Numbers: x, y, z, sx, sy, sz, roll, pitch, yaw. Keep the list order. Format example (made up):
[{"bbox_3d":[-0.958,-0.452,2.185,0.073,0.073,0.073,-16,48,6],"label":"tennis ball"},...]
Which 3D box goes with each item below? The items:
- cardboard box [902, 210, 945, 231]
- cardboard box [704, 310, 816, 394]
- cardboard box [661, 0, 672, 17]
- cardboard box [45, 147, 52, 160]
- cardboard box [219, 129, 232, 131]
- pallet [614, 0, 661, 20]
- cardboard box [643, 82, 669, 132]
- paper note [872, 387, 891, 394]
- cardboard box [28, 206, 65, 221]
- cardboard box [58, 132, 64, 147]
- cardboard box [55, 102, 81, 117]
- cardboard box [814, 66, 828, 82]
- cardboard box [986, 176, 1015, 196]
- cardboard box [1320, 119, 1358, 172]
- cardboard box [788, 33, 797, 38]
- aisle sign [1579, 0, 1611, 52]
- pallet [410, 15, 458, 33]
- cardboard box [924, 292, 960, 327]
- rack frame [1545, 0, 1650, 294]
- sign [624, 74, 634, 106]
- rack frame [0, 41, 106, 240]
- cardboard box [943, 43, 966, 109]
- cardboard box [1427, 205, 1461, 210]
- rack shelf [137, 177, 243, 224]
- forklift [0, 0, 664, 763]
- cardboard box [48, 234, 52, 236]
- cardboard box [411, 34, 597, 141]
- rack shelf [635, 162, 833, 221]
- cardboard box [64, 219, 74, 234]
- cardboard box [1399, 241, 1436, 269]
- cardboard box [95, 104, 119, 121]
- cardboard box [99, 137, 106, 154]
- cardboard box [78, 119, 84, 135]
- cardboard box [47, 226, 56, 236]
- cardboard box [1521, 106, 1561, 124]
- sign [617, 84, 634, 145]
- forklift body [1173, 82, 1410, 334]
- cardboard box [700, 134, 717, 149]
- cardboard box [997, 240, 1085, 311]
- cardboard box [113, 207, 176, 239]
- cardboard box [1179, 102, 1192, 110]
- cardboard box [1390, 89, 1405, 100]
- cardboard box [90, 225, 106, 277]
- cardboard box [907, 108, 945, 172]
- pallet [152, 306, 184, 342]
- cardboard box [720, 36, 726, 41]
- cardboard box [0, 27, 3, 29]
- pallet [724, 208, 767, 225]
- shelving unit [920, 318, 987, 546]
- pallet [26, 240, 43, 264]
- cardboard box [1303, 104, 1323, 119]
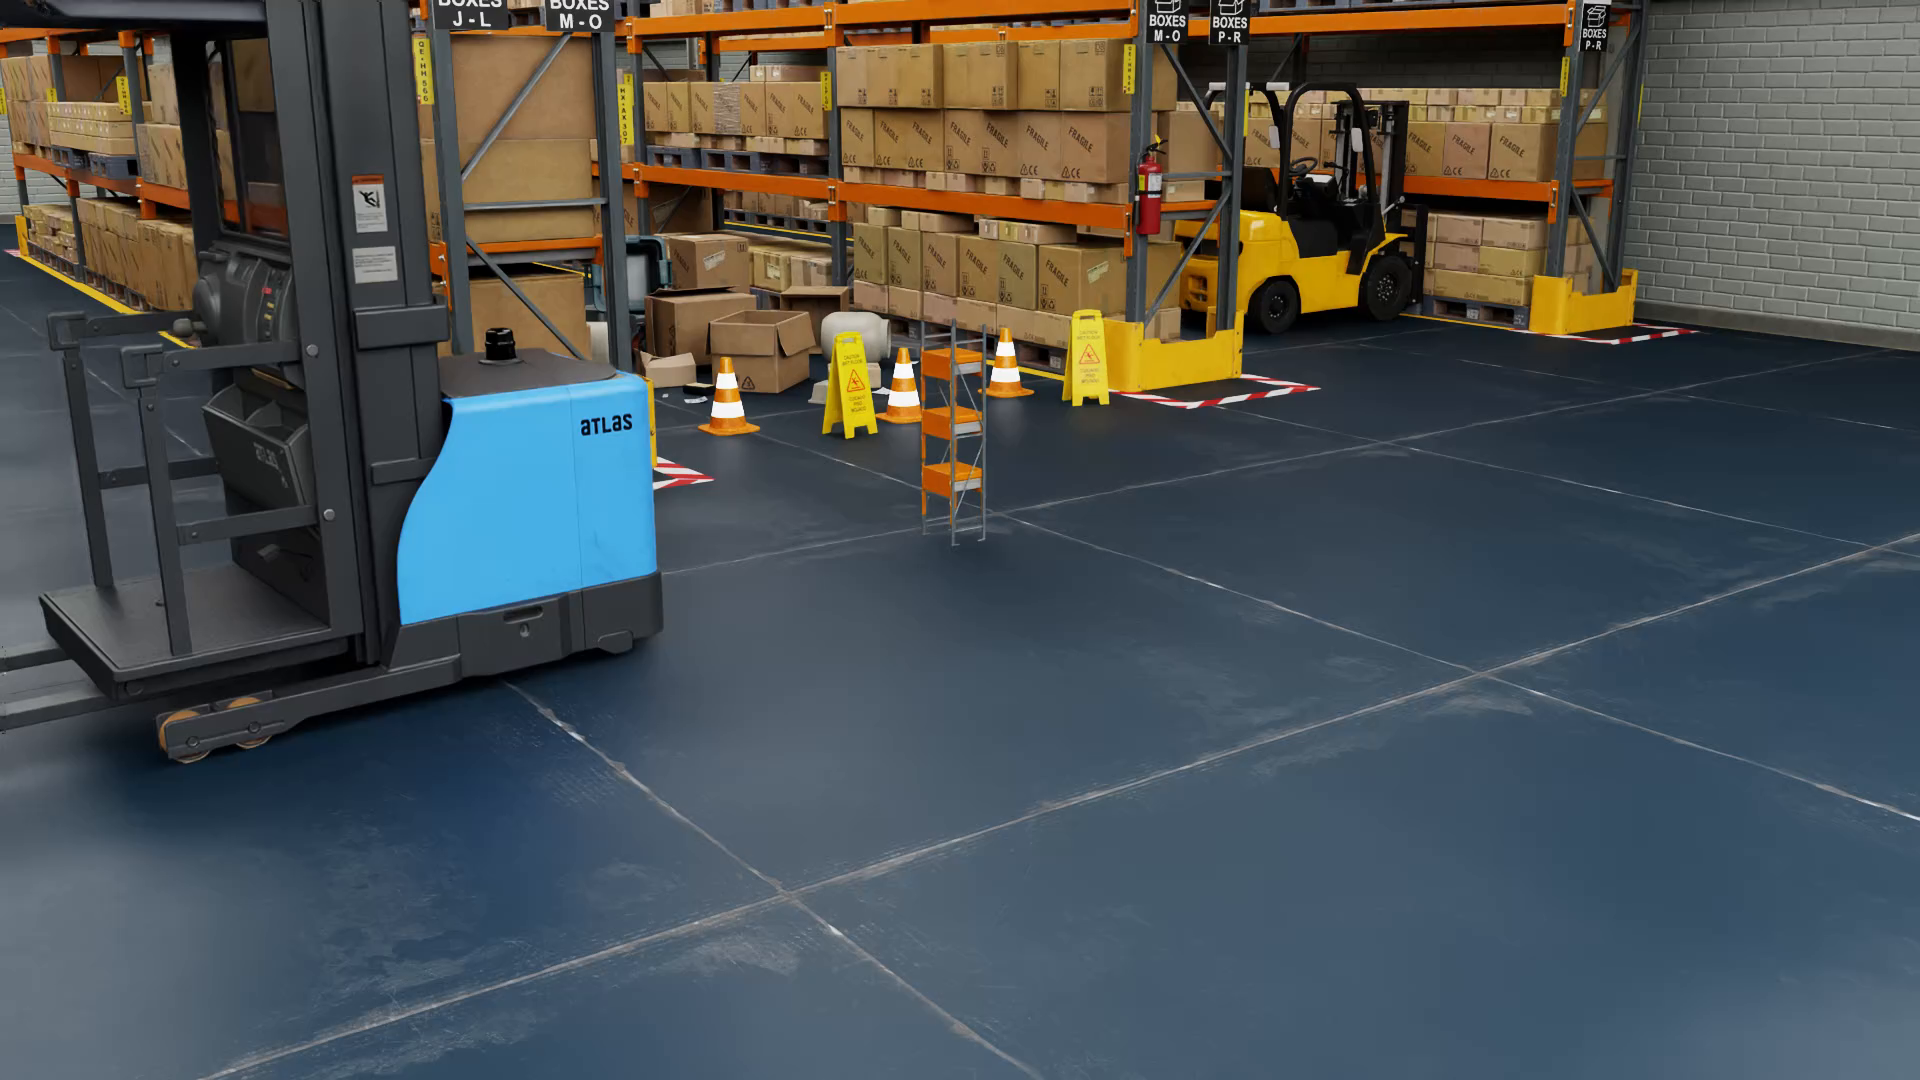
[{"bbox_3d":[-0.268,-2.704,14.037,0.380,0.149,0.250,-10,18,-32],"label":"cardboard box"},{"bbox_3d":[-1.454,-1.390,12.202,0.637,0.503,0.797,4,16,13],"label":"cardboard box"},{"bbox_3d":[-2.879,-5.554,17.260,0.396,0.266,0.258,-11,19,-35],"label":"cardboard box"},{"bbox_3d":[-10.395,-4.505,19.329,0.380,0.149,0.250,-12,19,-37],"label":"cardboard box"},{"bbox_3d":[-5.490,-2.902,12.809,0.500,0.500,0.500,-11,19,-35],"label":"cardboard box"},{"bbox_3d":[-3.499,-5.805,18.281,1.213,0.211,1.003,-10,18,-32],"label":"pallet"},{"bbox_3d":[-3.000,-4.583,17.589,0.500,0.500,0.500,-12,19,-36],"label":"cardboard box"},{"bbox_3d":[-0.539,-1.073,11.939,0.142,0.019,0.148,10,18,33],"label":"paper note"},{"bbox_3d":[-11.388,-4.075,20.760,0.380,0.149,0.250,-11,19,-35],"label":"cardboard box"},{"bbox_3d":[-9.203,-4.198,17.414,0.380,0.149,0.250,-11,19,-34],"label":"cardboard box"},{"bbox_3d":[-9.197,-4.484,17.330,0.380,0.149,0.250,-11,19,-34],"label":"cardboard box"},{"bbox_3d":[-1.438,-4.545,16.222,0.380,0.149,0.250,-10,18,-31],"label":"cardboard box"},{"bbox_3d":[0.425,-2.800,13.100,0.380,0.149,0.250,-11,19,-35],"label":"cardboard box"},{"bbox_3d":[3.955,-3.934,16.578,0.500,0.500,0.500,-11,19,-35],"label":"cardboard box"},{"bbox_3d":[-2.300,-7.467,24.470,0.380,0.149,0.250,-11,19,-35],"label":"cardboard box"},{"bbox_3d":[5.440,-4.578,14.195,0.394,0.787,0.004,-11,19,-35],"label":"aisle sign"},{"bbox_3d":[-7.336,-7.276,23.464,1.003,0.211,1.213,-11,19,-35],"label":"pallet"},{"bbox_3d":[0.040,-1.950,13.930,0.500,0.250,0.500,-11,19,-35],"label":"cardboard box"},{"bbox_3d":[5.639,-3.383,14.756,1.000,3.000,0.127,-11,19,-35],"label":"rack frame"},{"bbox_3d":[-3.524,-4.792,17.709,0.100,0.325,0.005,-11,19,-35],"label":"sign"},{"bbox_3d":[-11.726,-5.239,21.535,1.000,3.000,0.127,-11,19,-35],"label":"rack frame"},{"bbox_3d":[0.294,-3.692,13.235,0.700,0.500,0.500,-11,19,-35],"label":"cardboard box"},{"bbox_3d":[4.632,-3.199,16.602,0.500,0.250,0.500,-11,19,-36],"label":"cardboard box"},{"bbox_3d":[-5.846,-2.756,13.828,1.077,0.370,4.000,-11,19,-35],"label":"rack shelf"},{"bbox_3d":[-2.623,-0.844,5.607,3.031,2.935,1.130,-12,20,-38],"label":"forklift"},{"bbox_3d":[-11.016,-3.698,20.511,0.380,0.149,0.250,-11,19,-34],"label":"cardboard box"},{"bbox_3d":[-2.505,-2.501,9.201,0.875,0.550,0.550,-11,19,-35],"label":"cardboard box"},{"bbox_3d":[-1.901,-3.546,16.714,1.077,0.370,4.000,-11,19,-35],"label":"rack shelf"},{"bbox_3d":[-9.976,-3.583,18.963,0.380,0.149,0.250,-11,19,-34],"label":"cardboard box"},{"bbox_3d":[4.494,-2.772,15.988,0.500,0.250,0.500,-11,19,-36],"label":"cardboard box"},{"bbox_3d":[-7.827,-3.986,15.512,0.380,0.149,0.250,-11,19,-35],"label":"cardboard box"},{"bbox_3d":[-7.828,-3.699,15.590,0.380,0.149,0.250,-11,19,-35],"label":"cardboard box"},{"bbox_3d":[-8.441,-4.065,16.364,0.380,0.149,0.250,-10,18,-33],"label":"cardboard box"},{"bbox_3d":[-10.998,-3.839,20.461,0.380,0.149,0.250,-12,19,-37],"label":"cardboard box"},{"bbox_3d":[5.209,-3.775,14.769,0.380,0.149,0.250,-11,19,-34],"label":"cardboard box"},{"bbox_3d":[-1.866,-2.363,9.237,0.100,0.325,0.005,-11,19,-35],"label":"sign"},{"bbox_3d":[3.049,-3.096,15.313,2.313,2.155,1.214,-11,19,-35],"label":"forklift body"},{"bbox_3d":[-2.424,-4.071,16.949,0.380,0.149,0.250,-10,18,-31],"label":"cardboard box"},{"bbox_3d":[0.635,-2.092,13.029,0.500,0.500,0.500,-10,18,-33],"label":"cardboard box"},{"bbox_3d":[-7.942,-3.101,16.242,0.500,0.250,0.500,-11,19,-34],"label":"cardboard box"},{"bbox_3d":[2.639,-4.750,18.330,0.380,0.149,0.250,-11,19,-35],"label":"cardboard box"},{"bbox_3d":[4.352,-4.258,15.971,0.380,0.149,0.250,-11,19,-34],"label":"cardboard box"},{"bbox_3d":[-8.841,-3.070,17.550,0.500,0.500,0.500,-10,18,-32],"label":"cardboard box"},{"bbox_3d":[-0.093,-3.308,13.727,0.500,0.500,0.500,-11,19,-35],"label":"cardboard box"},{"bbox_3d":[-6.619,-2.006,15.004,1.003,0.211,1.213,-11,19,-35],"label":"pallet"},{"bbox_3d":[-3.594,-7.970,26.306,0.380,0.149,0.250,-10,18,-34],"label":"cardboard box"},{"bbox_3d":[-11.668,-6.478,20.664,0.500,0.250,0.500,-10,18,-33],"label":"cardboard box"},{"bbox_3d":[-3.254,-5.269,26.926,1.003,0.211,1.213,-11,19,-35],"label":"pallet"},{"bbox_3d":[-0.031,-0.518,7.979,0.215,1.050,0.252,-11,19,-35],"label":"shelving unit"},{"bbox_3d":[-11.232,-3.699,21.190,1.003,0.211,1.213,-11,19,-35],"label":"pallet"},{"bbox_3d":[3.676,-4.319,16.757,0.380,0.149,0.250,-10,18,-33],"label":"cardboard box"}]
